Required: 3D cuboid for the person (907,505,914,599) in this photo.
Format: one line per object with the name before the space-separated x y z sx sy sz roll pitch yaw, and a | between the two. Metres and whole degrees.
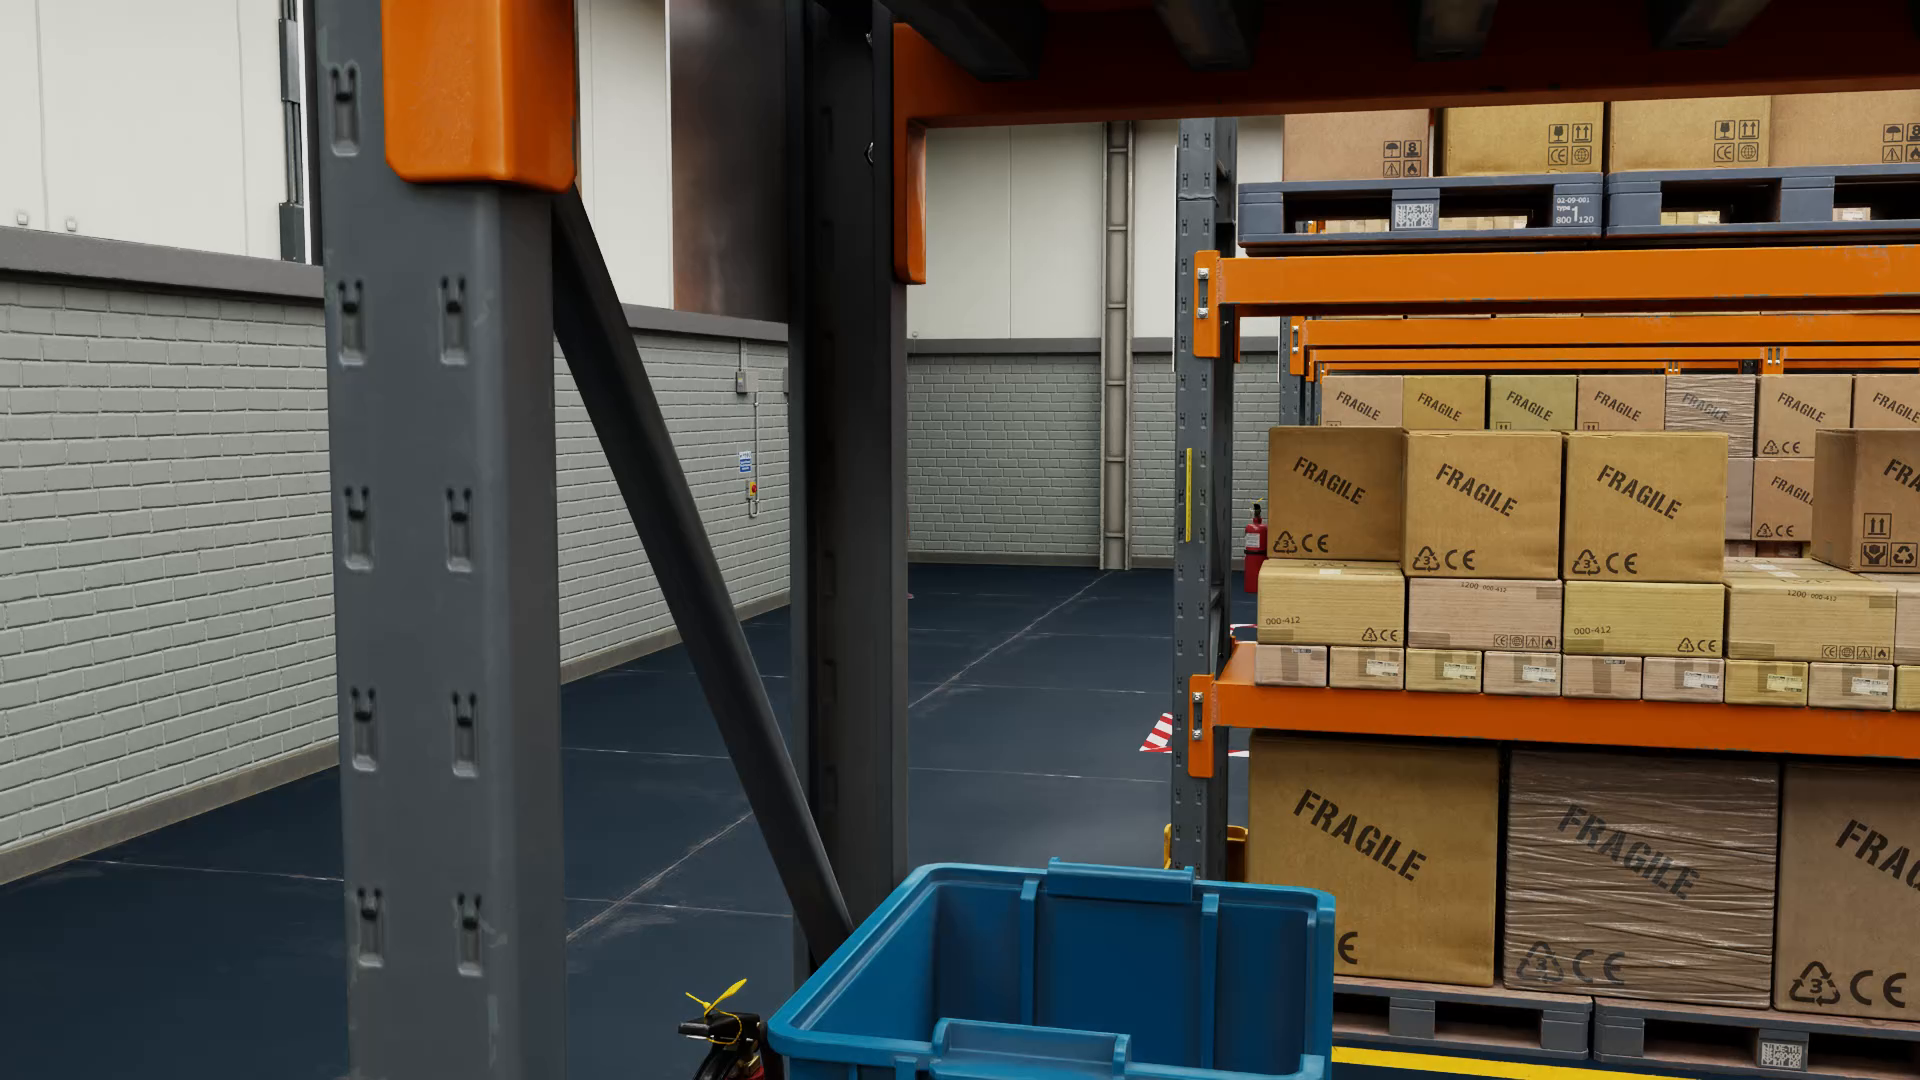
person | -0.803 -0.142 18.954 0.523 1.653 0.348 1 5 10
